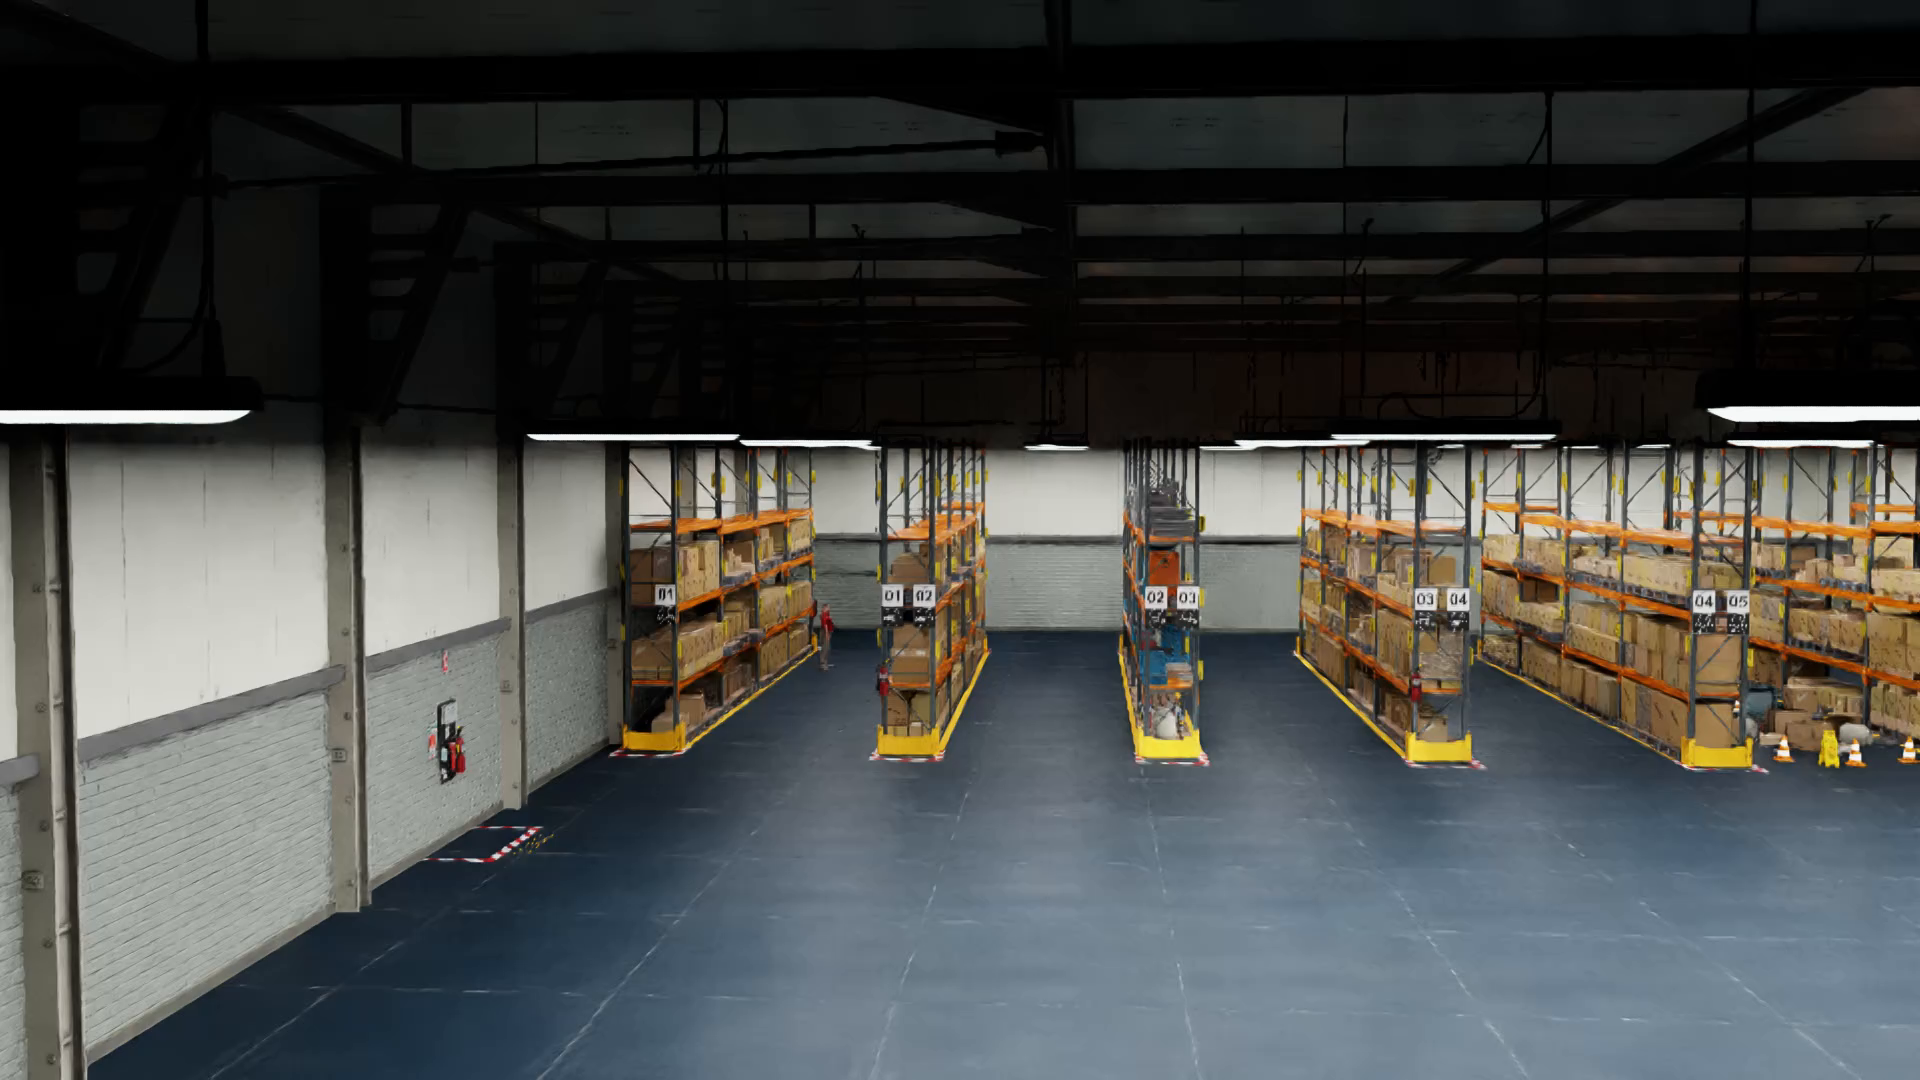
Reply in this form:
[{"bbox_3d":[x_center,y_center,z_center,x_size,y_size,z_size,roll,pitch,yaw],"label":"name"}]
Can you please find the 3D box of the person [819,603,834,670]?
[{"bbox_3d":[-3.495,2.514,43.541,0.401,1.730,0.654,-1,3,-10],"label":"person"}]
